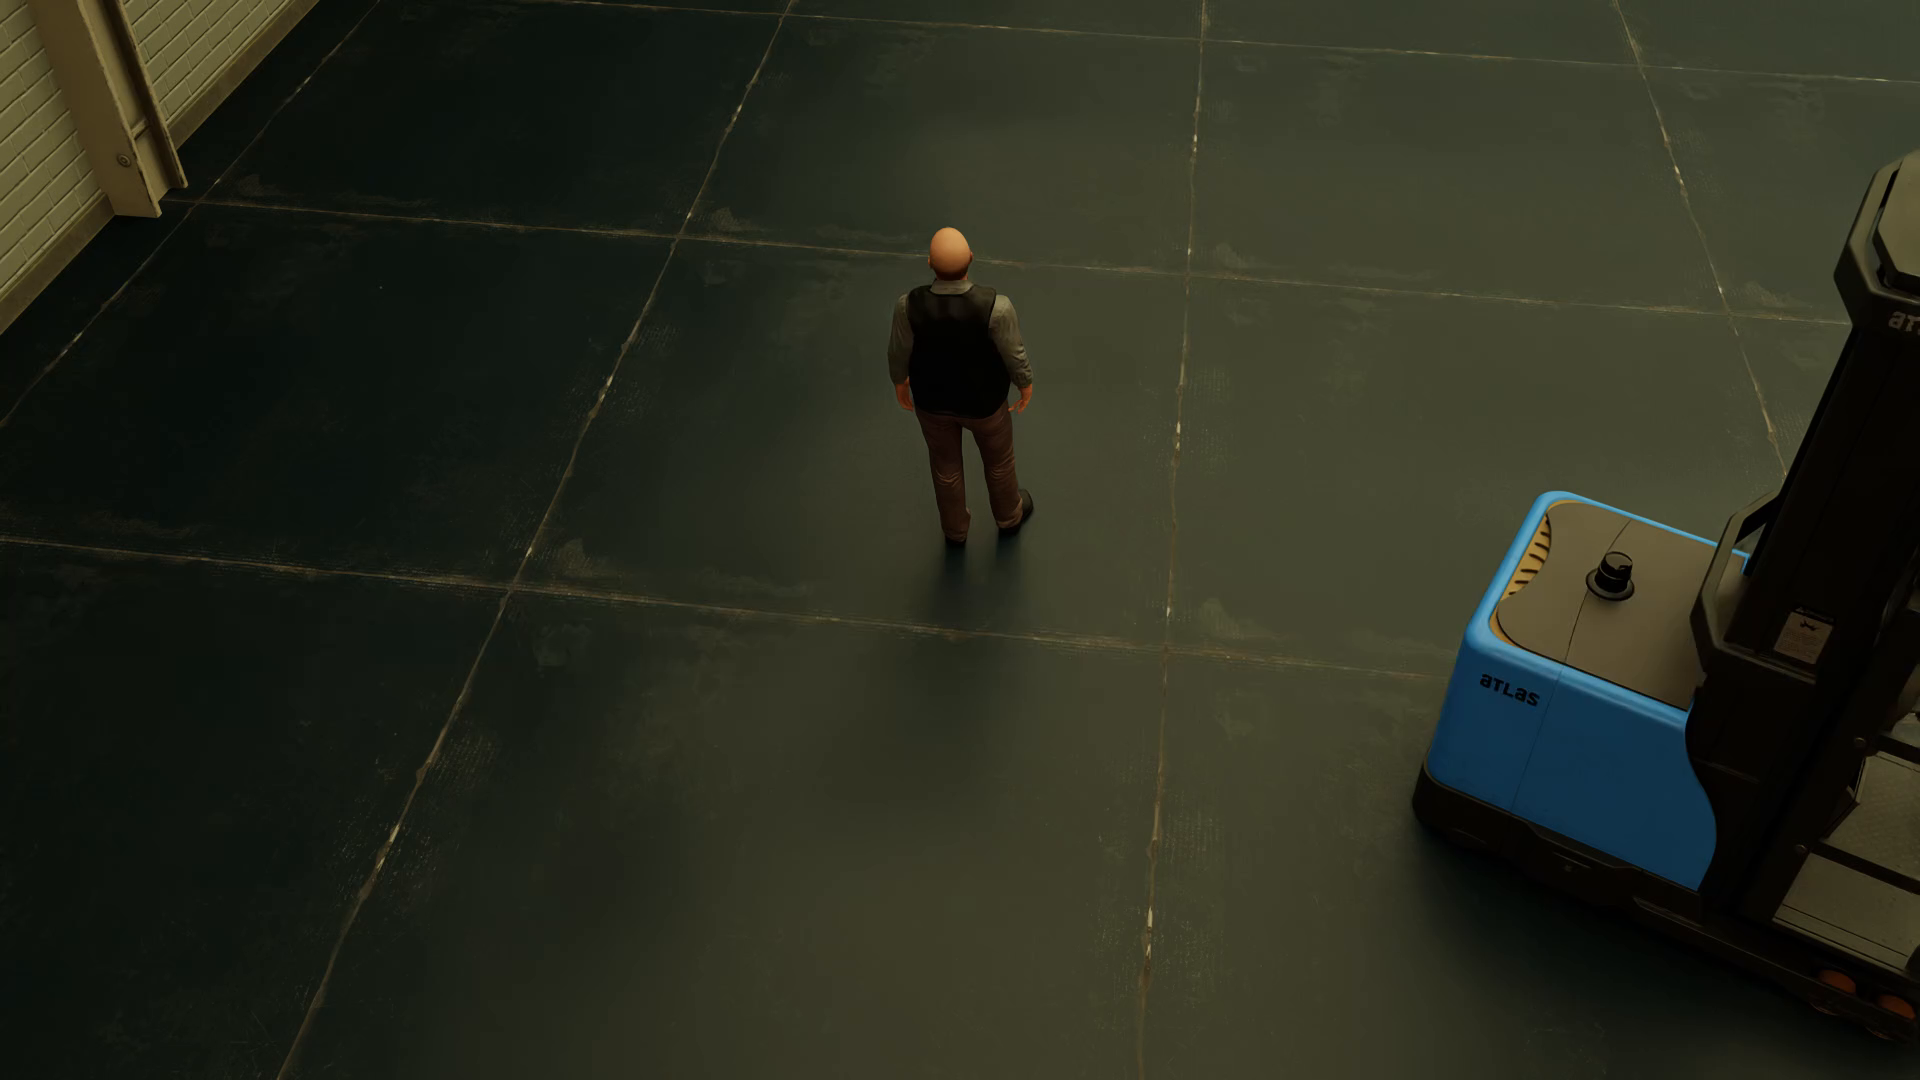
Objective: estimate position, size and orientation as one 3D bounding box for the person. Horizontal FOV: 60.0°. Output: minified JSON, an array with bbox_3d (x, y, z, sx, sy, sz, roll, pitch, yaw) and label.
[{"bbox_3d":[0.015,-0.681,7.349,0.634,1.722,0.566,5,43,6],"label":"person"}]

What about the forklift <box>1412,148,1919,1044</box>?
[{"bbox_3d":[3.329,0.291,5.408,3.031,2.935,1.130,22,47,22],"label":"forklift"}]
